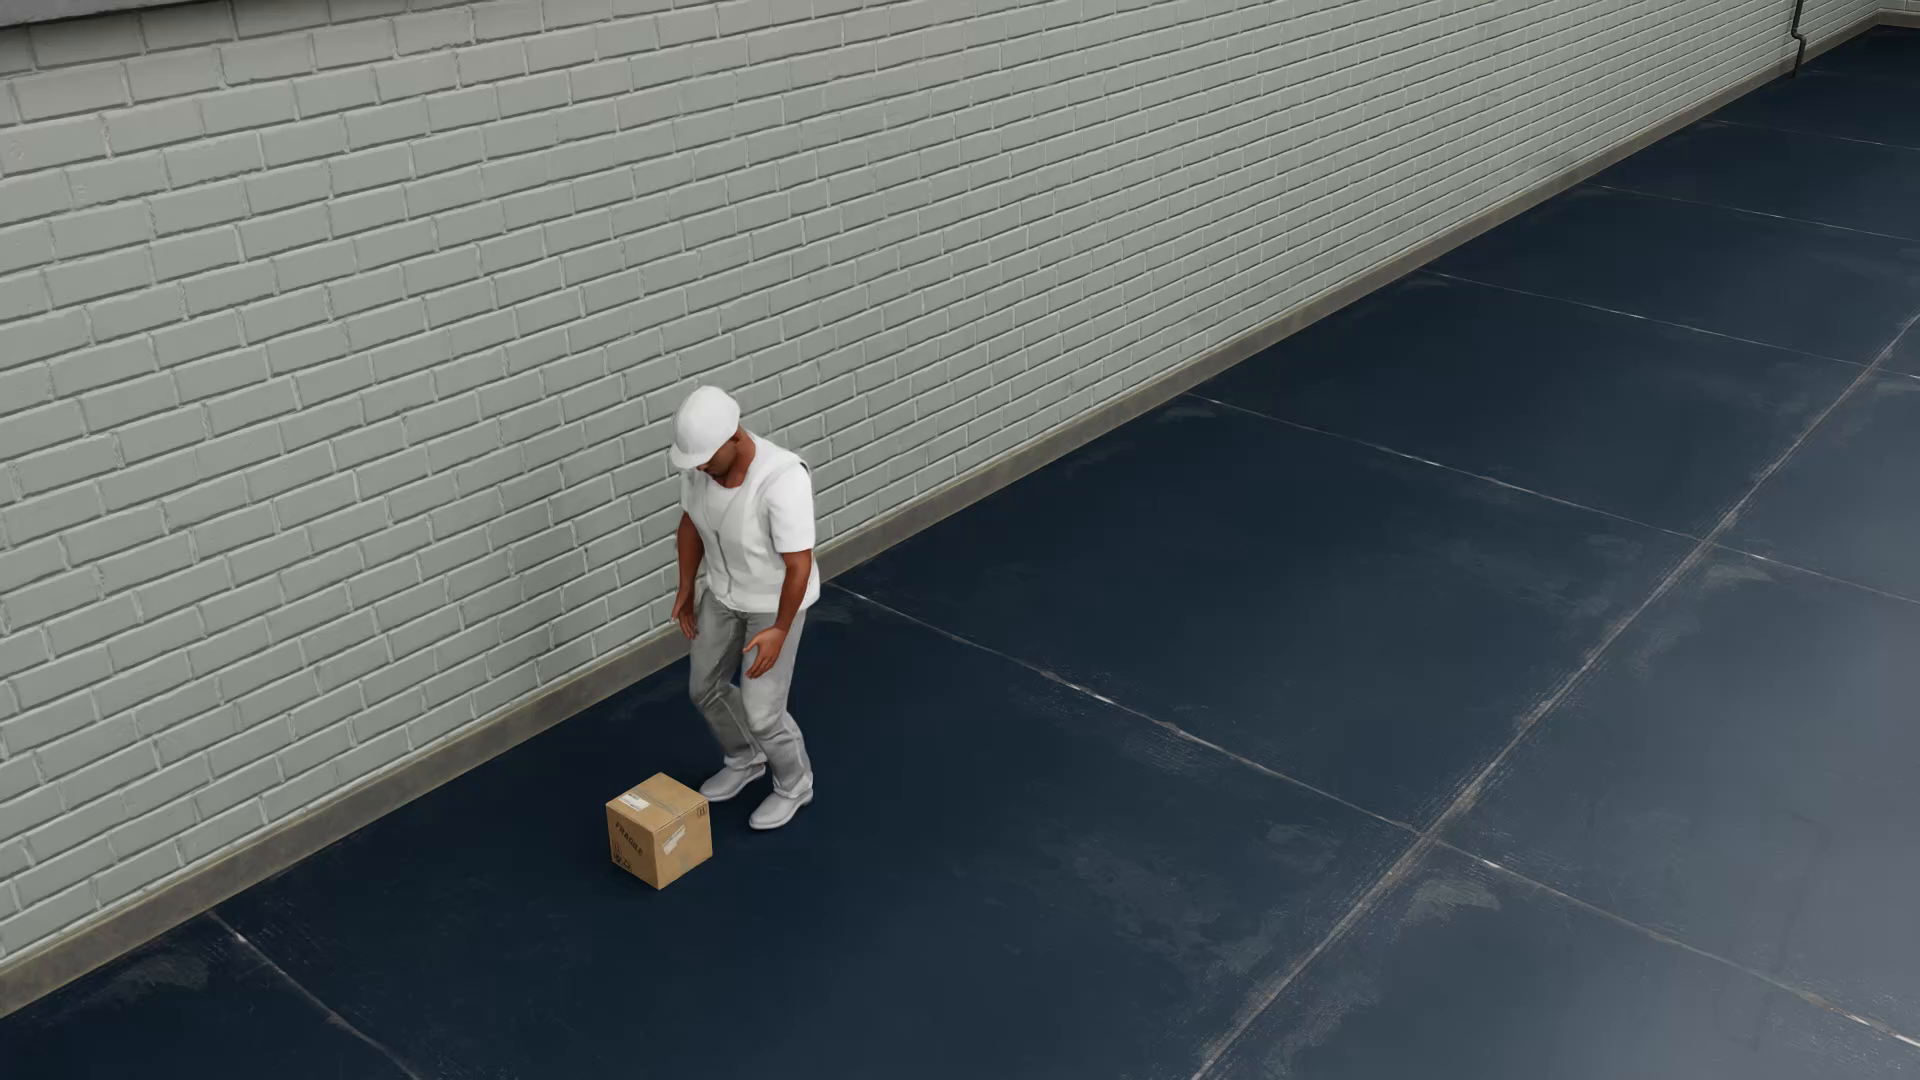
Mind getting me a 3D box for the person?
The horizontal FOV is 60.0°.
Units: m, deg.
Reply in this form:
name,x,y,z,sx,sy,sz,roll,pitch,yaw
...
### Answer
name,x,y,z,sx,sy,sz,roll,pitch,yaw
person,-0.736,0.225,5.750,0.602,1.682,0.511,22,34,36
